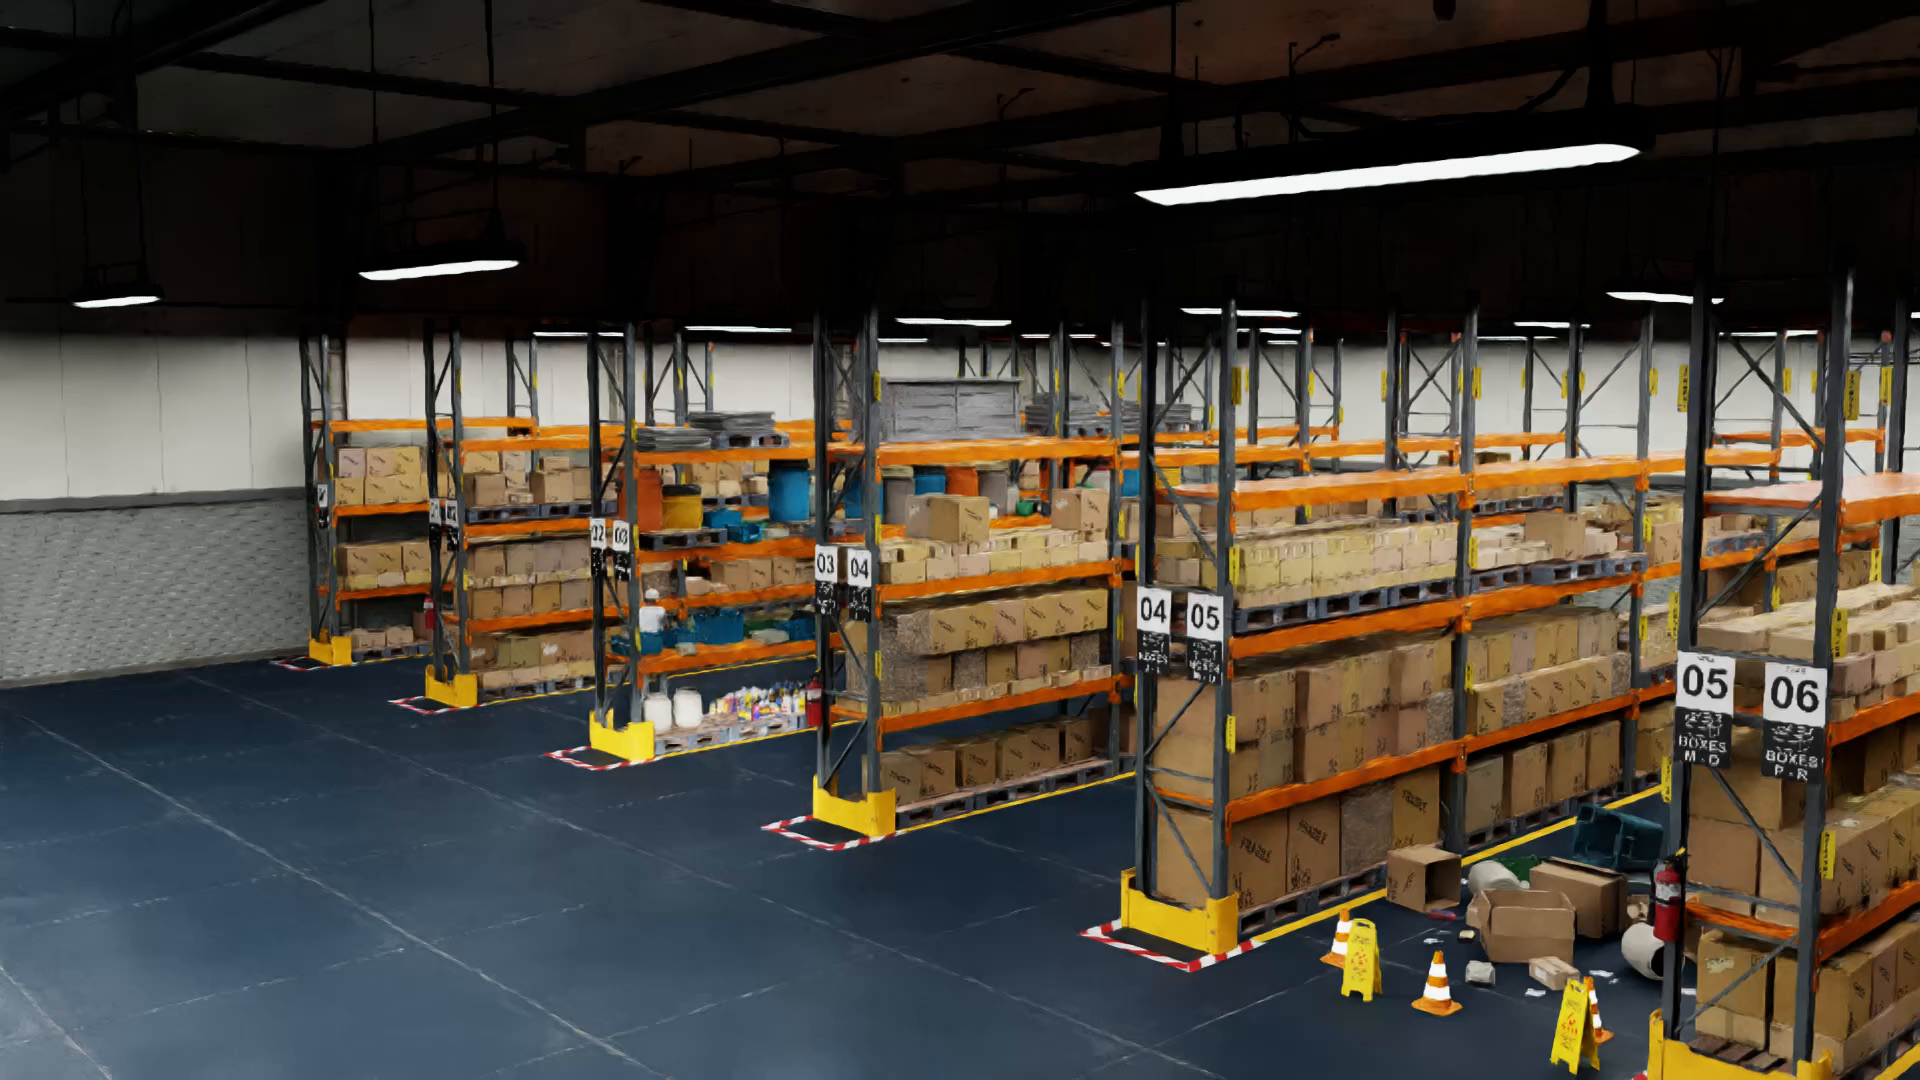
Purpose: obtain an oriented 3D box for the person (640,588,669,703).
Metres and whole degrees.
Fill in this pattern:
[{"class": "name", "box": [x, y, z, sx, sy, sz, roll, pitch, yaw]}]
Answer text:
[{"class": "person", "box": [-4.840, 1.633, 26.045, 0.613, 1.785, 0.493, -1, 6, -13]}]
